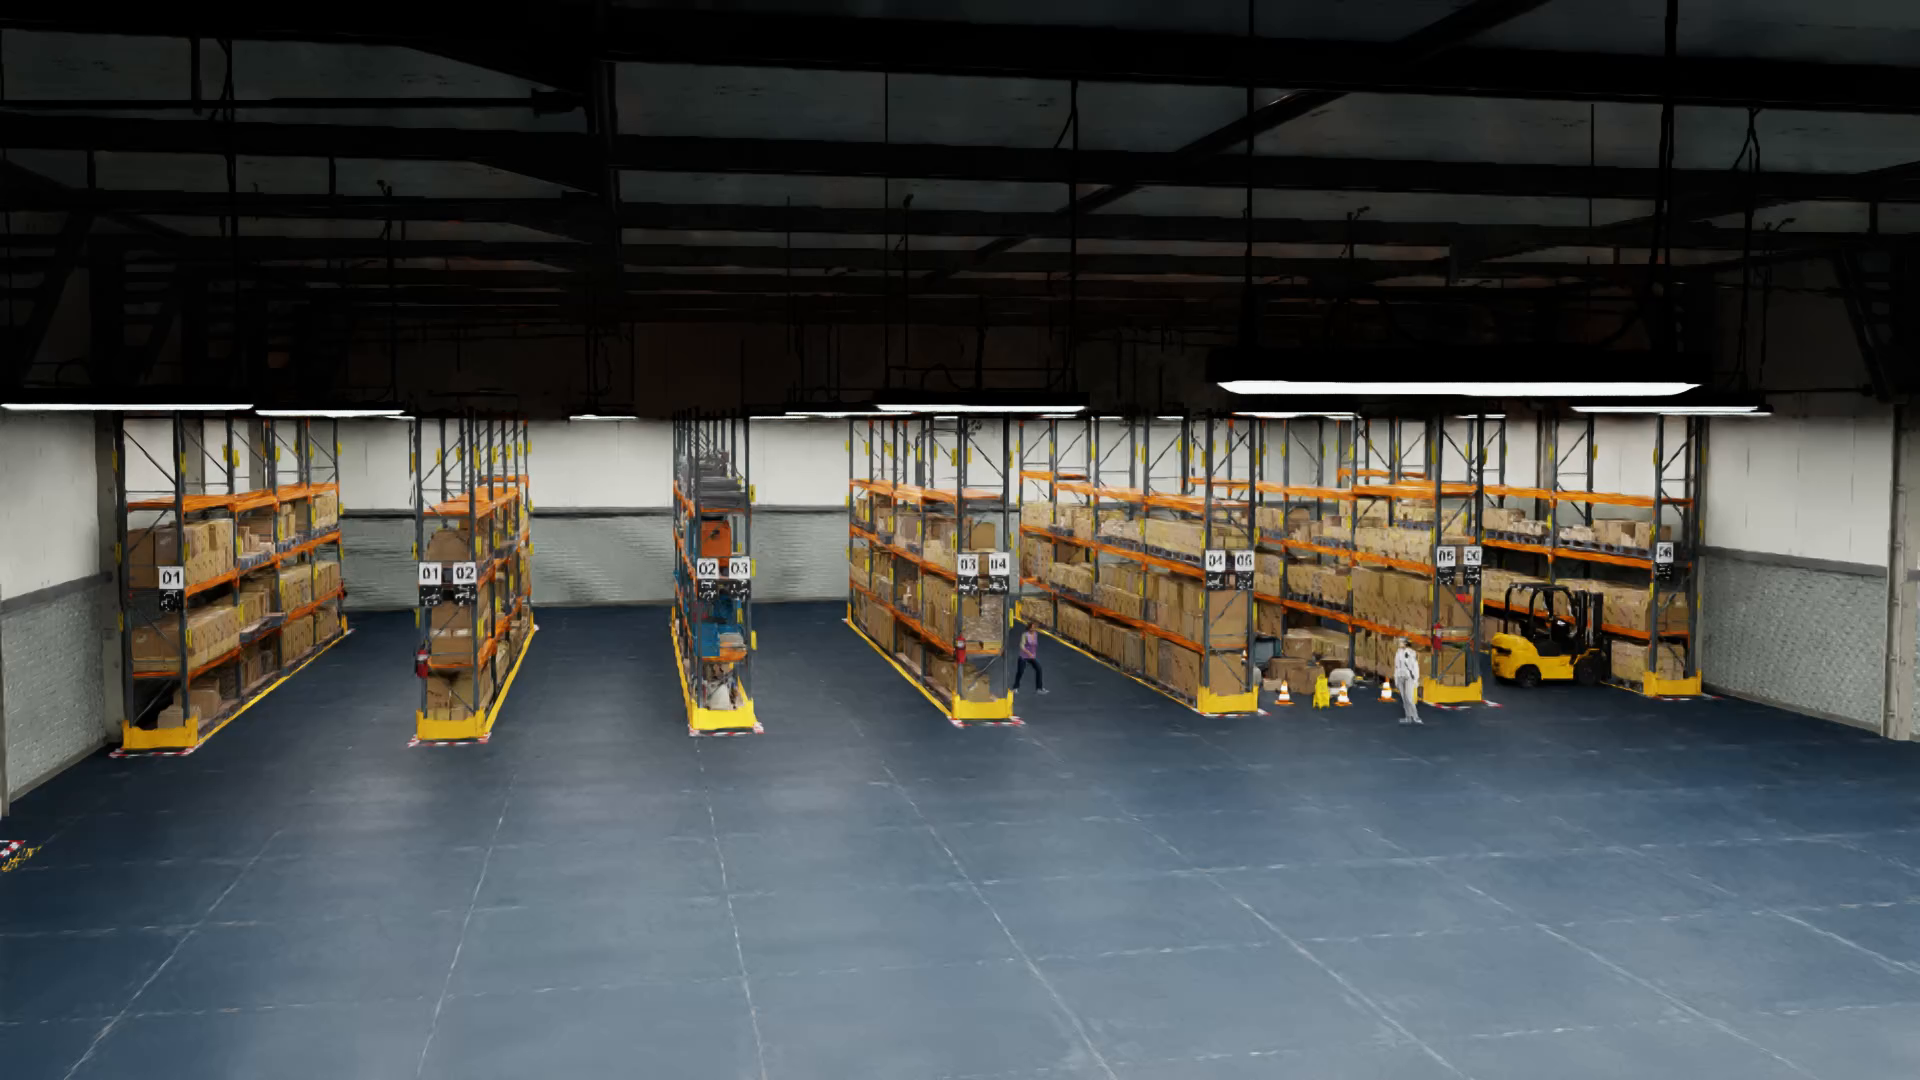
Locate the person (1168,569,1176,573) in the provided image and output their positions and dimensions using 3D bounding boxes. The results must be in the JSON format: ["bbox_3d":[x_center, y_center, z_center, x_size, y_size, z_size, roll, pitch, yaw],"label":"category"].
[{"bbox_3d":[6.065,1.512,47.454,0.569,1.661,0.671,-1,4,-8],"label":"person"}]

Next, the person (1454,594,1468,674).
[{"bbox_3d":[11.309,2.127,37.810,0.489,1.787,0.608,1,4,19],"label":"person"}]

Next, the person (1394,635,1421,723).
[{"bbox_3d":[8.495,2.637,31.581,0.390,1.663,0.576,-3,5,-38],"label":"person"}]

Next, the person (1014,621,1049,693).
[{"bbox_3d":[1.446,2.517,34.999,0.569,1.425,0.733,-3,5,-32],"label":"person"}]
